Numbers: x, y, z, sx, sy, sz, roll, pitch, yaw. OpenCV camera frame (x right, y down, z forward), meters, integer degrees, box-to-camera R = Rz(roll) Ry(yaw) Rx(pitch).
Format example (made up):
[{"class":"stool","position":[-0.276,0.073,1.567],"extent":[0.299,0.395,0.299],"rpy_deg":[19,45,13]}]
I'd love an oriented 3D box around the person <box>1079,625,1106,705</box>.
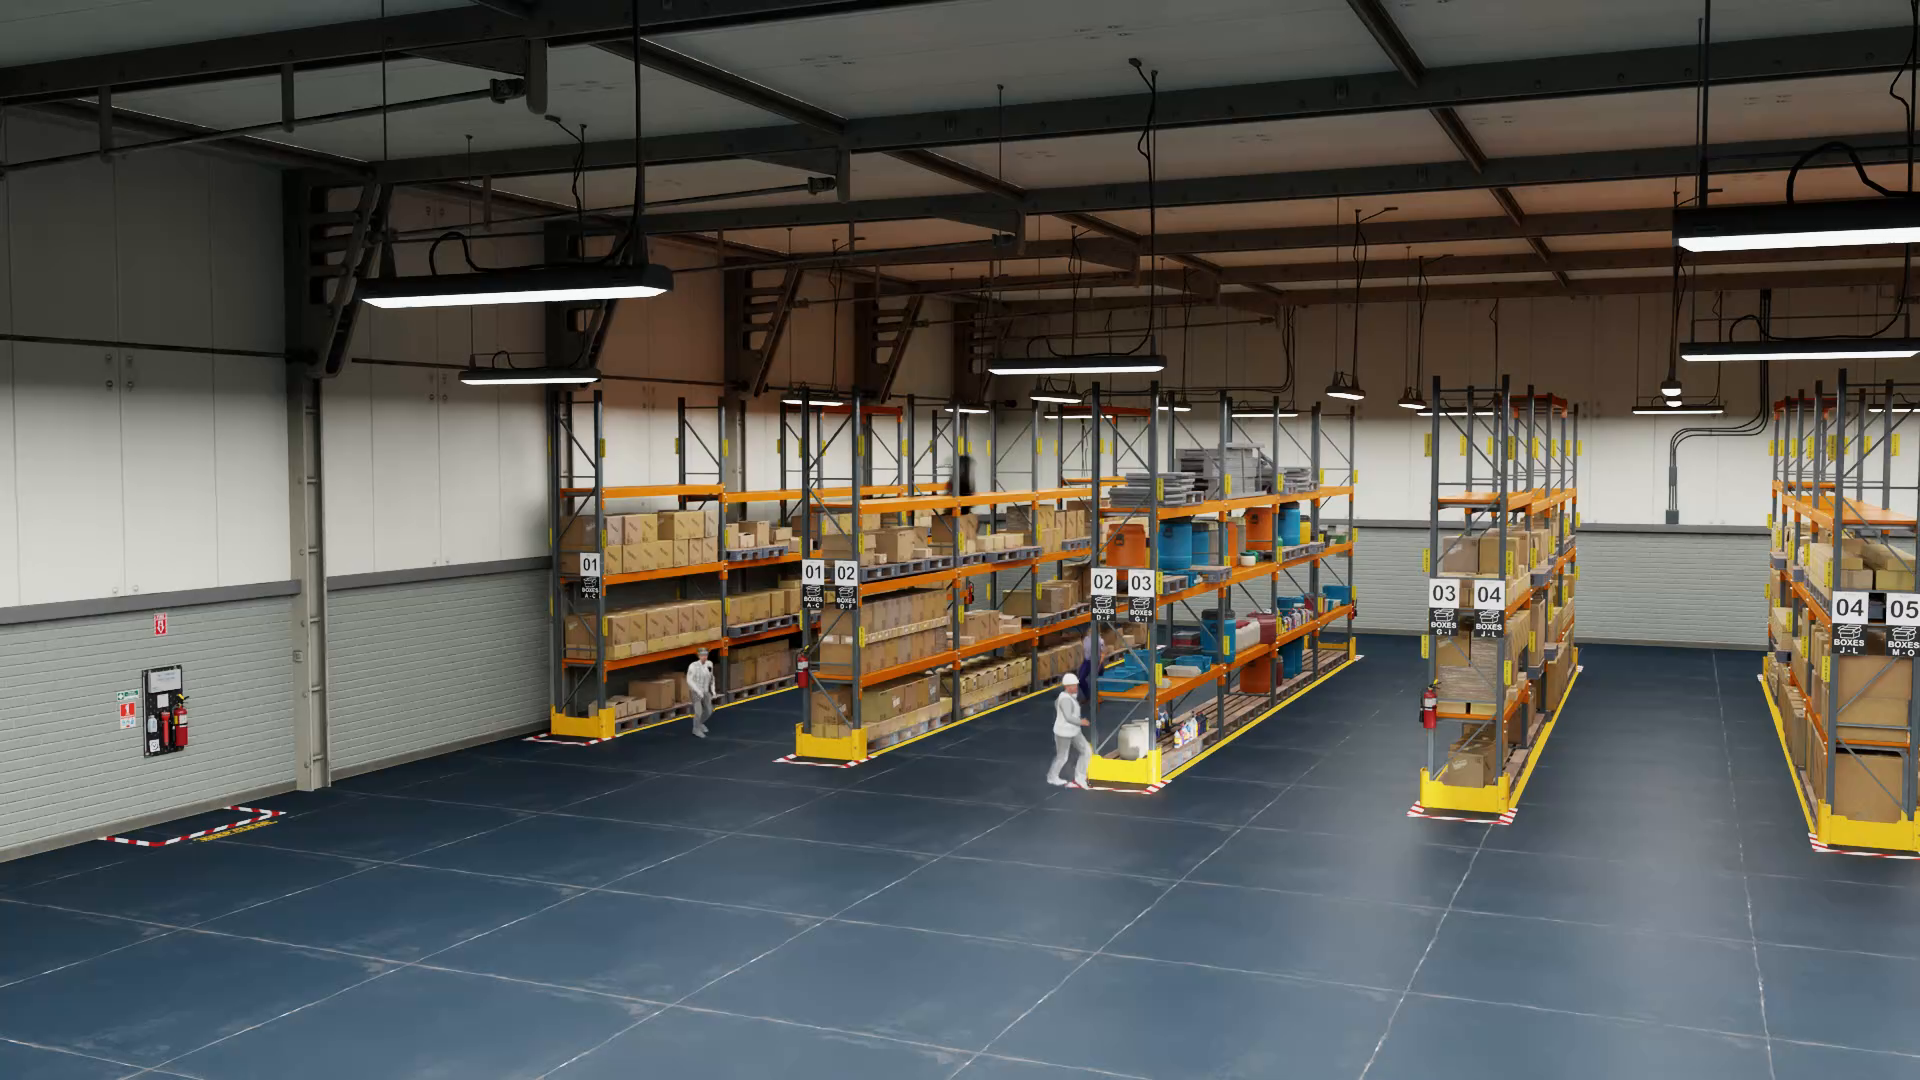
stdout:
[{"class":"person","position":[2.604,2.425,32.185],"extent":[0.586,1.573,0.730],"rpy_deg":[2,4,32]}]

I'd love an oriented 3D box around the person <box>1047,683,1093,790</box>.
[{"class":"person","position":[1.533,2.840,24.219],"extent":[0.739,1.728,0.699],"rpy_deg":[2,4,28]}]

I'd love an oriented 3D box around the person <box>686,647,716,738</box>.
[{"class":"person","position":[-4.518,2.627,28.745],"extent":[0.577,1.608,0.702],"rpy_deg":[-2,4,-38]}]
